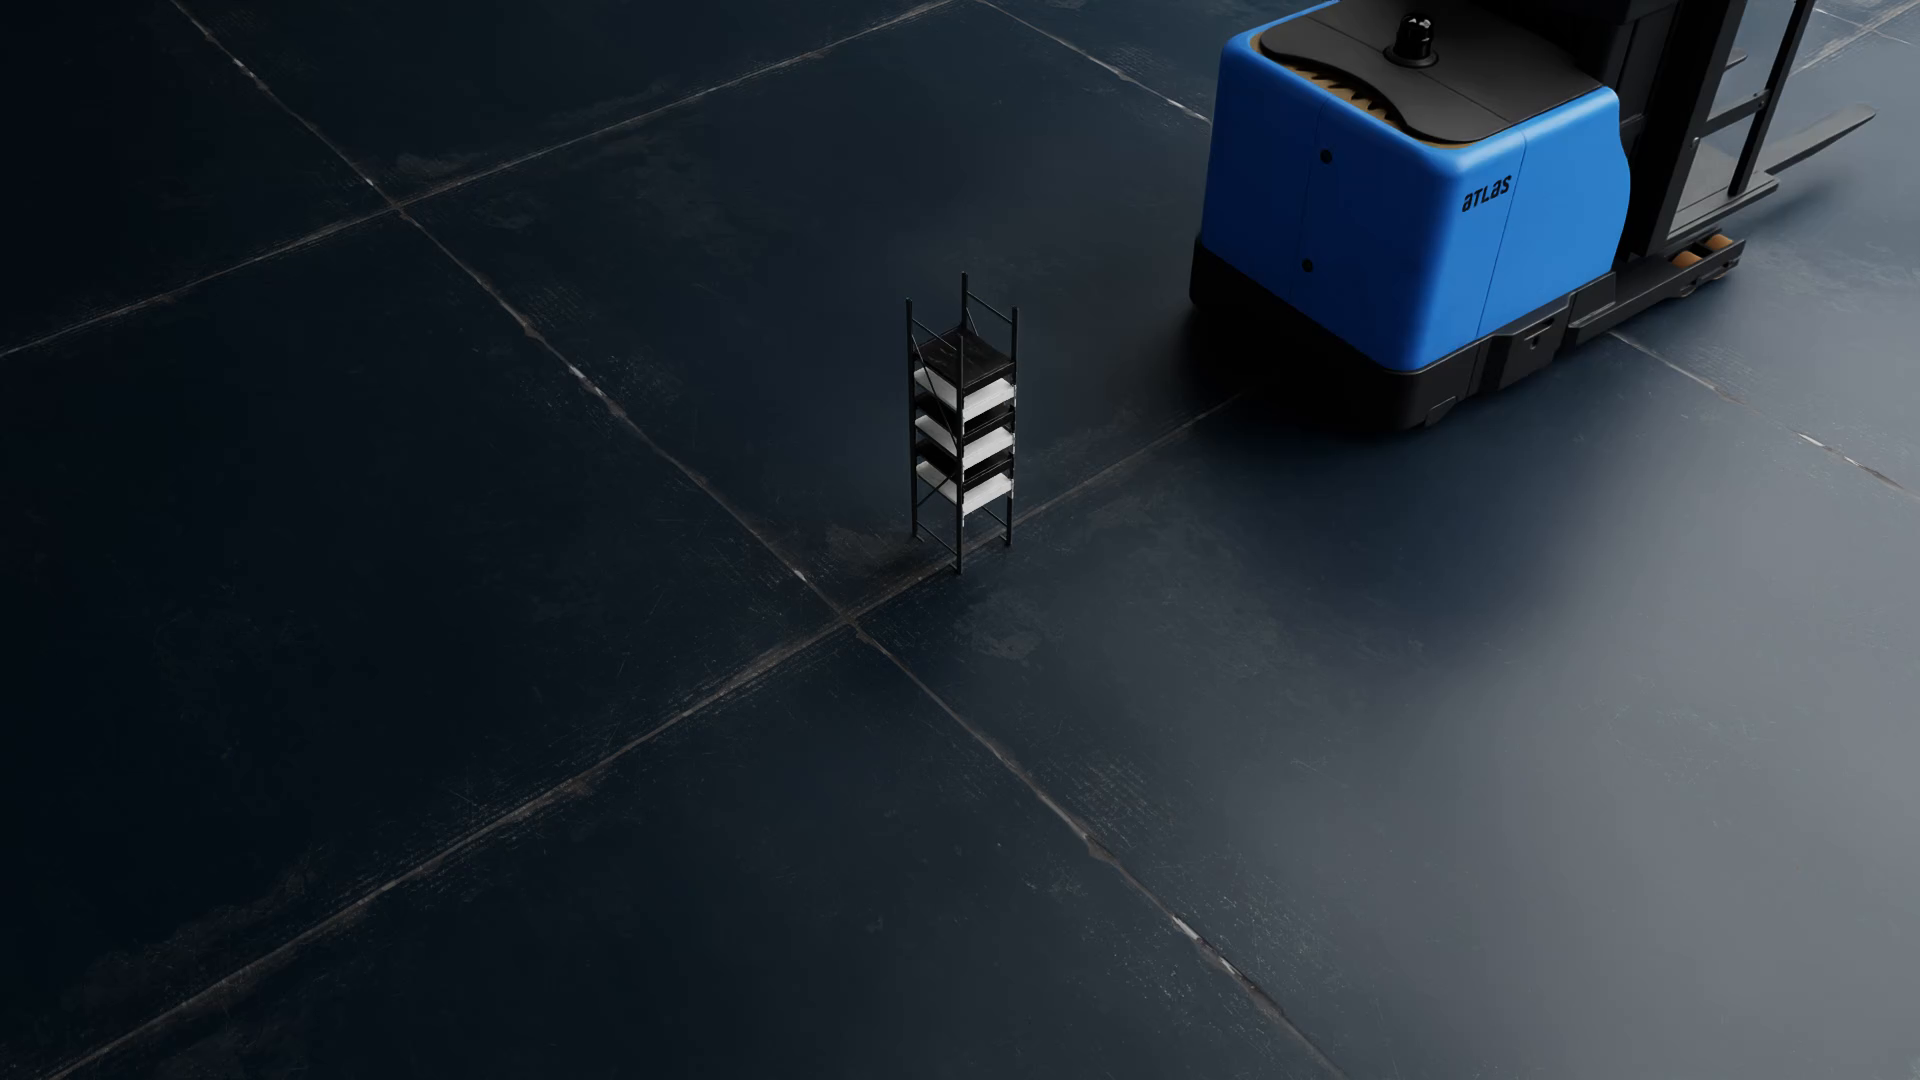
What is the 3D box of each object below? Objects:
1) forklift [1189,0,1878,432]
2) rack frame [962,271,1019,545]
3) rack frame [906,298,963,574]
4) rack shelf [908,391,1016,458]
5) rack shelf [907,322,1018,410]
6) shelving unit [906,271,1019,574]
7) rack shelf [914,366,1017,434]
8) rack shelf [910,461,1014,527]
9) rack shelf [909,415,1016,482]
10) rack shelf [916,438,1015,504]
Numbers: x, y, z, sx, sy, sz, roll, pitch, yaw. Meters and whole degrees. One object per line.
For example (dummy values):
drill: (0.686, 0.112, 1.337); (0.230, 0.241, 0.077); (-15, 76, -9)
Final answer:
forklift: (2.333, -2.244, 5.499); (3.031, 2.935, 1.130); (-26, 49, -25)
rack frame: (0.084, -0.376, 4.993); (0.006, 0.900, 0.240); (-30, 51, -28)
rack frame: (-0.072, -0.287, 4.898); (0.006, 0.900, 0.240); (-30, 51, -28)
rack shelf: (0.006, -0.373, 4.907); (0.200, 0.077, 0.258); (-30, 51, -28)
rack shelf: (0.006, -0.504, 4.784); (0.200, 0.077, 0.258); (-30, 51, -28)
shelving unit: (0.006, -0.332, 4.946); (0.210, 0.900, 0.258); (-30, 51, -28)
rack shelf: (0.006, -0.438, 4.845); (0.200, 0.077, 0.258); (-30, 51, -28)
rack shelf: (0.006, -0.176, 5.092); (0.200, 0.077, 0.258); (-30, 51, -28)
rack shelf: (0.006, -0.307, 4.969); (0.200, 0.077, 0.258); (-30, 51, -28)
rack shelf: (0.006, -0.242, 5.030); (0.200, 0.077, 0.258); (-30, 51, -28)
